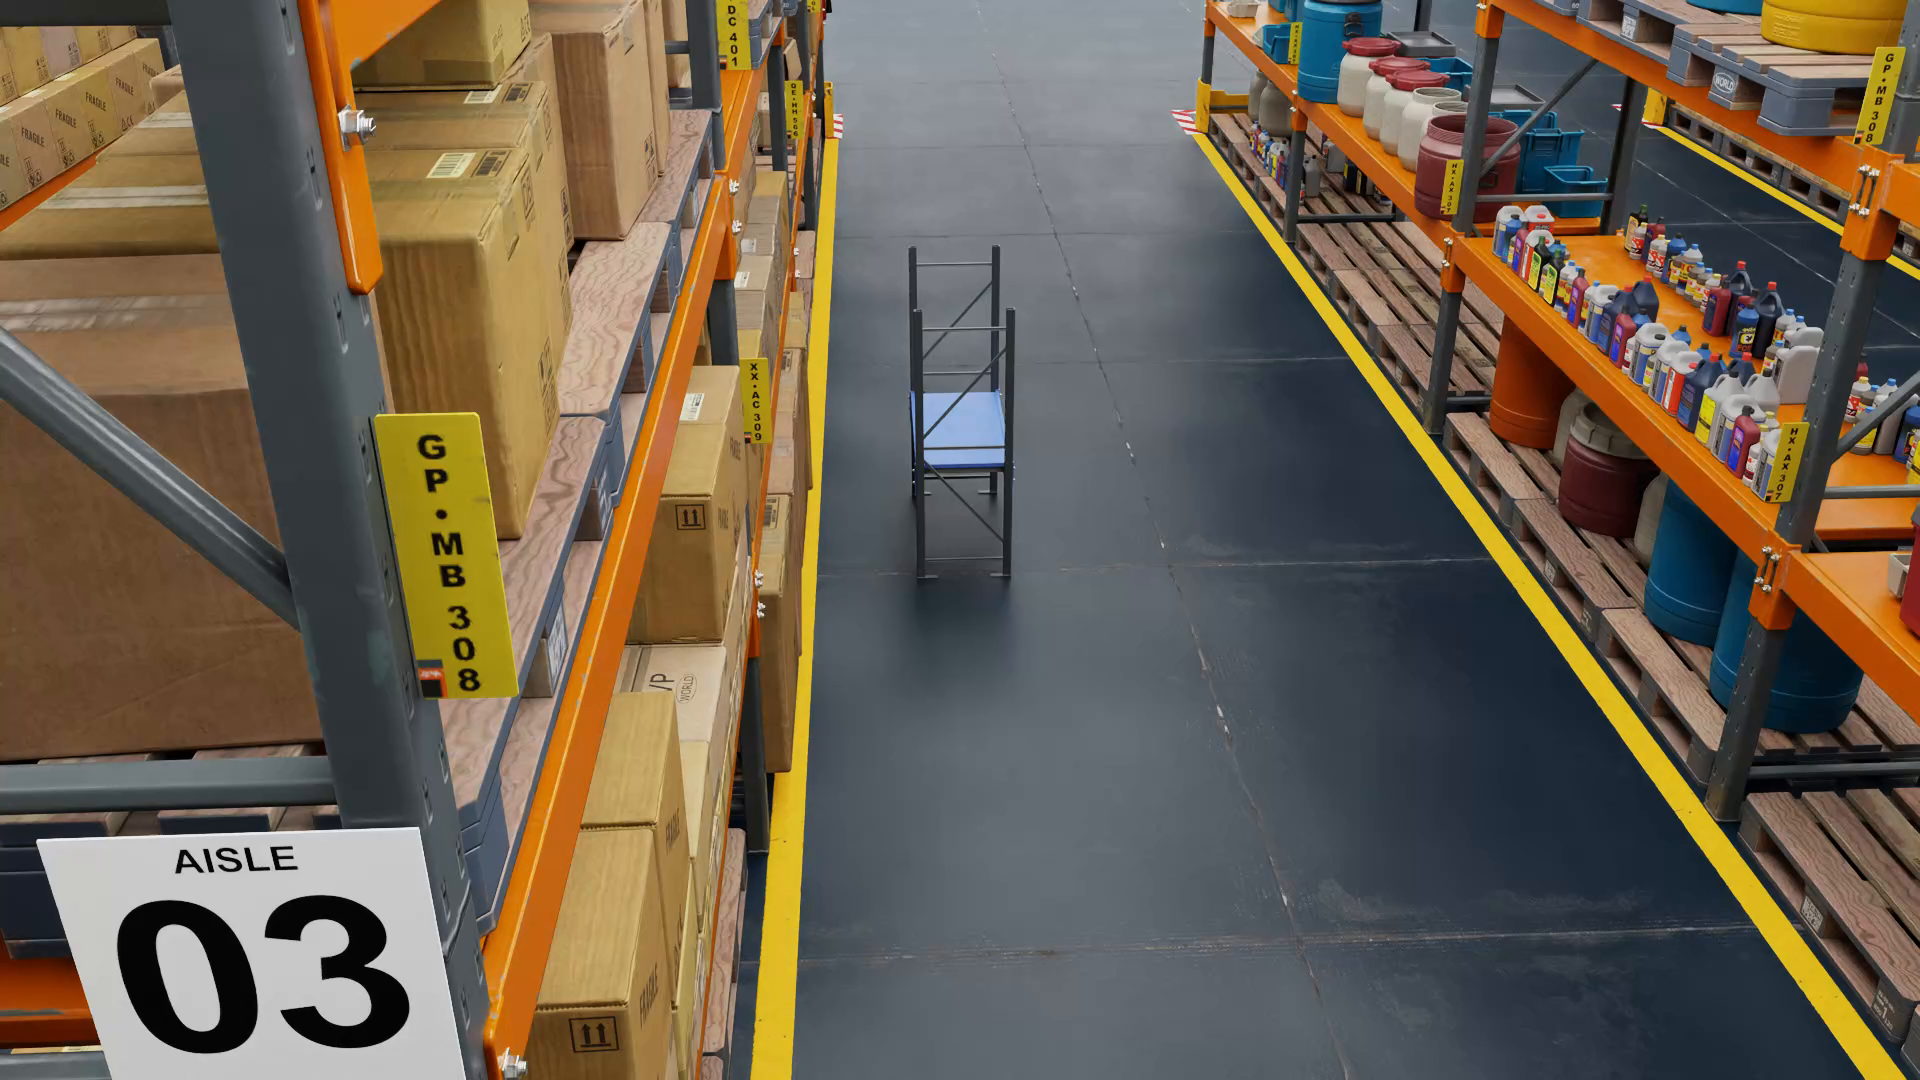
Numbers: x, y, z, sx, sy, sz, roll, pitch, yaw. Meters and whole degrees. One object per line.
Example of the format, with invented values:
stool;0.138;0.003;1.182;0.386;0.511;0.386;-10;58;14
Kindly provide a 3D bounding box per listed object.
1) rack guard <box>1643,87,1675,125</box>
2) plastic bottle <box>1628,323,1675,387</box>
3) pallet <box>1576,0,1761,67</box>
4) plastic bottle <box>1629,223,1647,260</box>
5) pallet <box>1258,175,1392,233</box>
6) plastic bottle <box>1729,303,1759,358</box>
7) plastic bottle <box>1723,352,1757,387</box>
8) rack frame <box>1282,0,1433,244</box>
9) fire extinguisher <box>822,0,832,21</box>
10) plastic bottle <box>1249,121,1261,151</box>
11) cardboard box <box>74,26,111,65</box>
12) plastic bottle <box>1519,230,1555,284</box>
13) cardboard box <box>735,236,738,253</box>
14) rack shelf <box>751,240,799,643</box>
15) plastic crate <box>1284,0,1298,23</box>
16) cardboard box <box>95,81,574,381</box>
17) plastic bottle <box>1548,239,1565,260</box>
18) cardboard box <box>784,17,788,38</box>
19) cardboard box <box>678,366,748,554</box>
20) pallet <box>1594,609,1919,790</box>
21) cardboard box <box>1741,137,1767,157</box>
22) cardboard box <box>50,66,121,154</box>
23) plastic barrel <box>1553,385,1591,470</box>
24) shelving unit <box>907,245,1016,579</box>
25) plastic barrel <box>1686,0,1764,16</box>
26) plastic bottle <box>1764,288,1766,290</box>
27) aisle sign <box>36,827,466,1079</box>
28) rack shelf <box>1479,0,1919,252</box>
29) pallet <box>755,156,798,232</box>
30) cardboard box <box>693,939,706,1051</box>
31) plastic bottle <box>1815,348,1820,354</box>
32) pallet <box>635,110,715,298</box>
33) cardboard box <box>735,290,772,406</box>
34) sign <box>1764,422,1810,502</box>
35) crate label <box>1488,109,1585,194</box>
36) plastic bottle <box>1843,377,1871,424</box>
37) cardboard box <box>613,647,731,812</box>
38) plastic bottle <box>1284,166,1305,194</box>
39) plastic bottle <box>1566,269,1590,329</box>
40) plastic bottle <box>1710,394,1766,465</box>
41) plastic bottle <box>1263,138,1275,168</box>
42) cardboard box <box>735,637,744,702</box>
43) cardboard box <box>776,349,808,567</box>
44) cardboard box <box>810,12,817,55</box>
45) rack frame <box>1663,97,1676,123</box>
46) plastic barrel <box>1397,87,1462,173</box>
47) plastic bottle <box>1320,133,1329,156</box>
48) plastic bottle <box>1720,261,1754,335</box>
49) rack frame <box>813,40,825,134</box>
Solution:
rack guard;7.983;-4.744;17.804;1.175;0.500;0.348;-1;28;-3
plastic bottle;3.257;-0.871;7.811;0.152;0.276;0.135;-1;28;-3
pallet;3.464;-2.311;7.398;1.003;0.211;1.213;-1;28;-3
plastic bottle;3.891;-1.710;9.500;0.097;0.201;0.097;0;28;0
pallet;3.253;-2.951;14.679;1.003;0.211;1.213;-1;28;-3
plastic bottle;3.827;-1.023;8.106;0.097;0.271;0.097;0;28;0
plastic bottle;3.424;-0.665;7.334;0.144;0.351;0.185;-1;28;-3
rack frame;3.247;-3.876;13.437;1.000;3.000;0.127;-1;28;-3
fire extinguisher;-1.454;-5.633;16.890;0.296;0.674;0.183;-1;28;-3
plastic bottle;2.821;-3.864;15.889;0.097;0.271;0.097;0;28;0
cardboard box;-6.597;-3.704;11.919;0.700;0.500;0.500;-2;28;-3
plastic bottle;3.180;-1.552;9.117;0.152;0.276;0.135;-1;28;-3
cardboard box;-1.348;-1.163;7.043;0.797;0.503;0.637;-1;28;-2
rack shelf;-1.386;-0.666;8.062;1.077;0.370;4.000;-1;28;-3
plastic crate;3.391;-5.133;16.009;0.499;0.251;0.408;-1;28;-3
cardboard box;-1.138;-0.558;3.163;0.700;0.500;0.500;-3;28;-6
plastic bottle;3.219;-1.497;9.016;0.097;0.271;0.097;0;28;0
cardboard box;-1.798;-3.838;12.262;1.000;1.000;1.000;-1;28;-2
cardboard box;-0.991;-0.254;5.522;0.500;0.500;0.500;-1;28;-1
pallet;3.666;0.698;7.684;1.003;0.211;1.213;-1;28;-3
cardboard box;7.867;-3.862;15.931;0.500;0.250;0.500;-1;28;-3
cardboard box;-6.311;-3.026;11.700;0.500;0.500;0.500;-1;28;-2
plastic barrel;3.617;-0.627;9.446;0.421;0.512;0.421;0;28;0
shelving unit;-0.004;-0.704;8.979;0.538;1.500;1.048;-1;28;-3
plastic barrel;3.423;-2.704;6.951;0.600;0.901;0.708;-1;28;-3
plastic bottle;3.979;-1.125;8.290;0.061;0.283;0.133;-1;28;-3
aisle sign;-0.770;0.659;1.932;0.394;0.787;0.004;-1;28;-3
rack shelf;3.560;-2.116;7.597;1.077;0.370;4.000;-1;28;-3
pallet;-1.634;-2.150;10.337;1.213;0.211;1.003;-1;28;-3
cardboard box;-0.831;1.131;4.109;0.380;0.149;0.250;-2;28;-3
plastic bottle;3.972;-0.777;7.630;0.152;0.276;0.135;-1;28;-3
pallet;-1.249;-0.974;4.726;1.003;0.211;1.213;-1;28;-3
cardboard box;-1.109;-0.788;7.409;0.500;0.500;0.500;-2;28;-4
sign;3.115;-0.292;6.266;0.100;0.325;0.005;-1;28;-3
crate label;3.674;-2.510;10.780;0.502;0.435;0.616;-1;28;-3
plastic bottle;4.013;-0.629;7.428;0.097;0.201;0.097;0;28;0
cardboard box;-0.940;0.545;4.802;0.500;0.250;0.500;-1;28;-2
plastic bottle;2.925;-3.187;14.505;0.144;0.351;0.185;-2;28;-4
plastic bottle;3.170;-1.234;8.499;0.061;0.283;0.133;-1;28;-3
plastic bottle;3.302;-0.469;7.040;0.152;0.276;0.135;-1;28;-3
plastic bottle;2.855;-3.565;15.317;0.097;0.271;0.097;0;28;0
cardboard box;-0.912;0.420;5.473;0.380;0.149;0.250;-2;28;-4
cardboard box;-1.436;-0.422;8.659;1.225;0.875;0.875;-1;28;-2
cardboard box;-1.652;-4.373;13.962;0.875;0.500;0.500;-1;28;-3
rack frame;7.985;-5.841;17.205;1.000;3.000;0.127;-1;28;-3
plastic barrel;3.167;-2.743;11.144;0.421;0.512;0.421;0;28;0
plastic bottle;3.451;-3.756;15.670;0.061;0.283;0.133;-1;28;-3
plastic bottle;3.929;-1.228;8.414;0.144;0.351;0.185;-1;28;-3
rack frame;-1.908;-5.603;16.750;1.000;3.000;0.127;-1;28;-3
